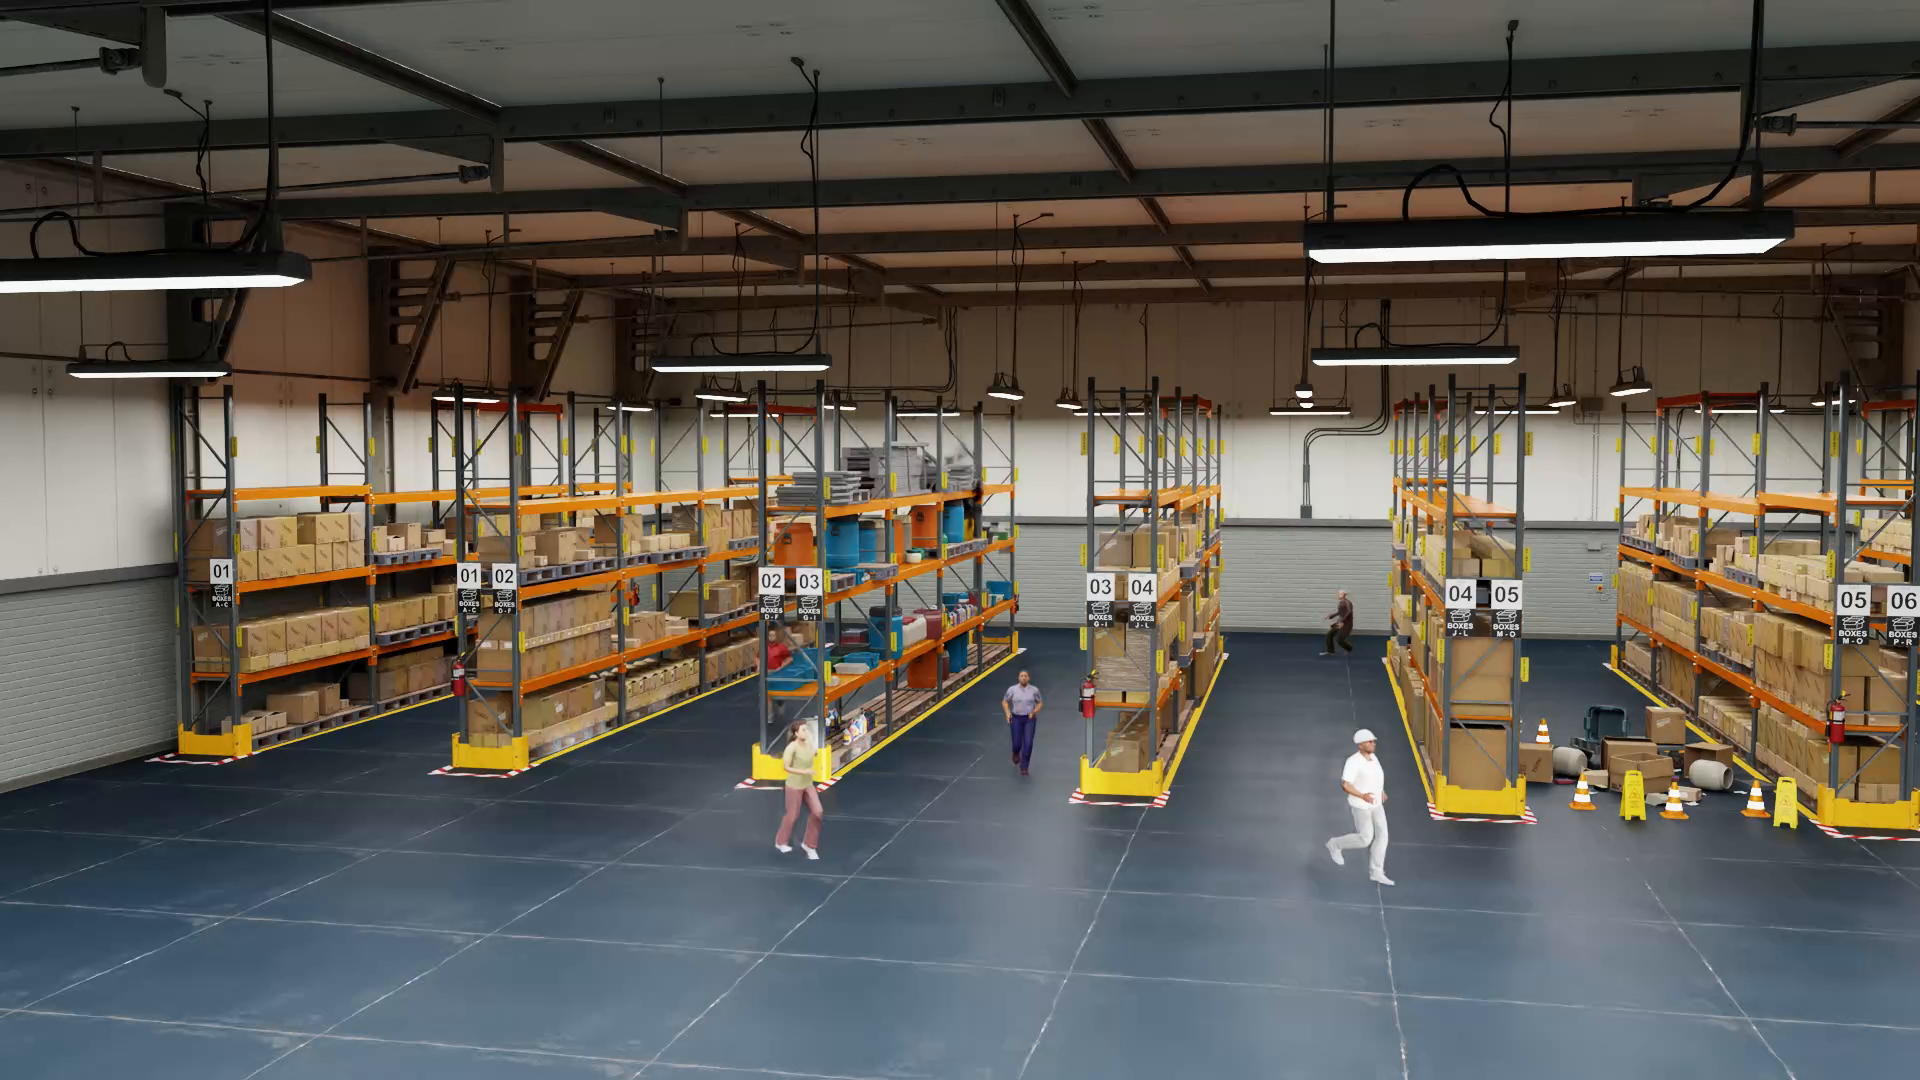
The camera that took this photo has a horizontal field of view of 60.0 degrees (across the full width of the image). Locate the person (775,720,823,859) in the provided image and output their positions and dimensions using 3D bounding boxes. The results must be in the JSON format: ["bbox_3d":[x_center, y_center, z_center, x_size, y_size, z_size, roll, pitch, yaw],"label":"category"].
[{"bbox_3d":[-1.955,3.051,20.248,0.715,1.737,0.591,3,4,39],"label":"person"}]

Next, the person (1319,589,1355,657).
[{"bbox_3d":[9.042,1.976,39.444,0.733,1.623,0.860,-1,3,-18],"label":"person"}]

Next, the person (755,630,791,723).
[{"bbox_3d":[-3.410,2.469,30.240,0.664,1.675,0.645,0,3,4],"label":"person"}]

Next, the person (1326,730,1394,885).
[{"bbox_3d":[4.654,3.063,19.229,0.685,1.758,0.850,-3,4,-44],"label":"person"}]

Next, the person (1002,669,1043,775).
[{"bbox_3d":[0.967,2.777,25.477,0.623,1.599,0.566,0,3,-3],"label":"person"}]
